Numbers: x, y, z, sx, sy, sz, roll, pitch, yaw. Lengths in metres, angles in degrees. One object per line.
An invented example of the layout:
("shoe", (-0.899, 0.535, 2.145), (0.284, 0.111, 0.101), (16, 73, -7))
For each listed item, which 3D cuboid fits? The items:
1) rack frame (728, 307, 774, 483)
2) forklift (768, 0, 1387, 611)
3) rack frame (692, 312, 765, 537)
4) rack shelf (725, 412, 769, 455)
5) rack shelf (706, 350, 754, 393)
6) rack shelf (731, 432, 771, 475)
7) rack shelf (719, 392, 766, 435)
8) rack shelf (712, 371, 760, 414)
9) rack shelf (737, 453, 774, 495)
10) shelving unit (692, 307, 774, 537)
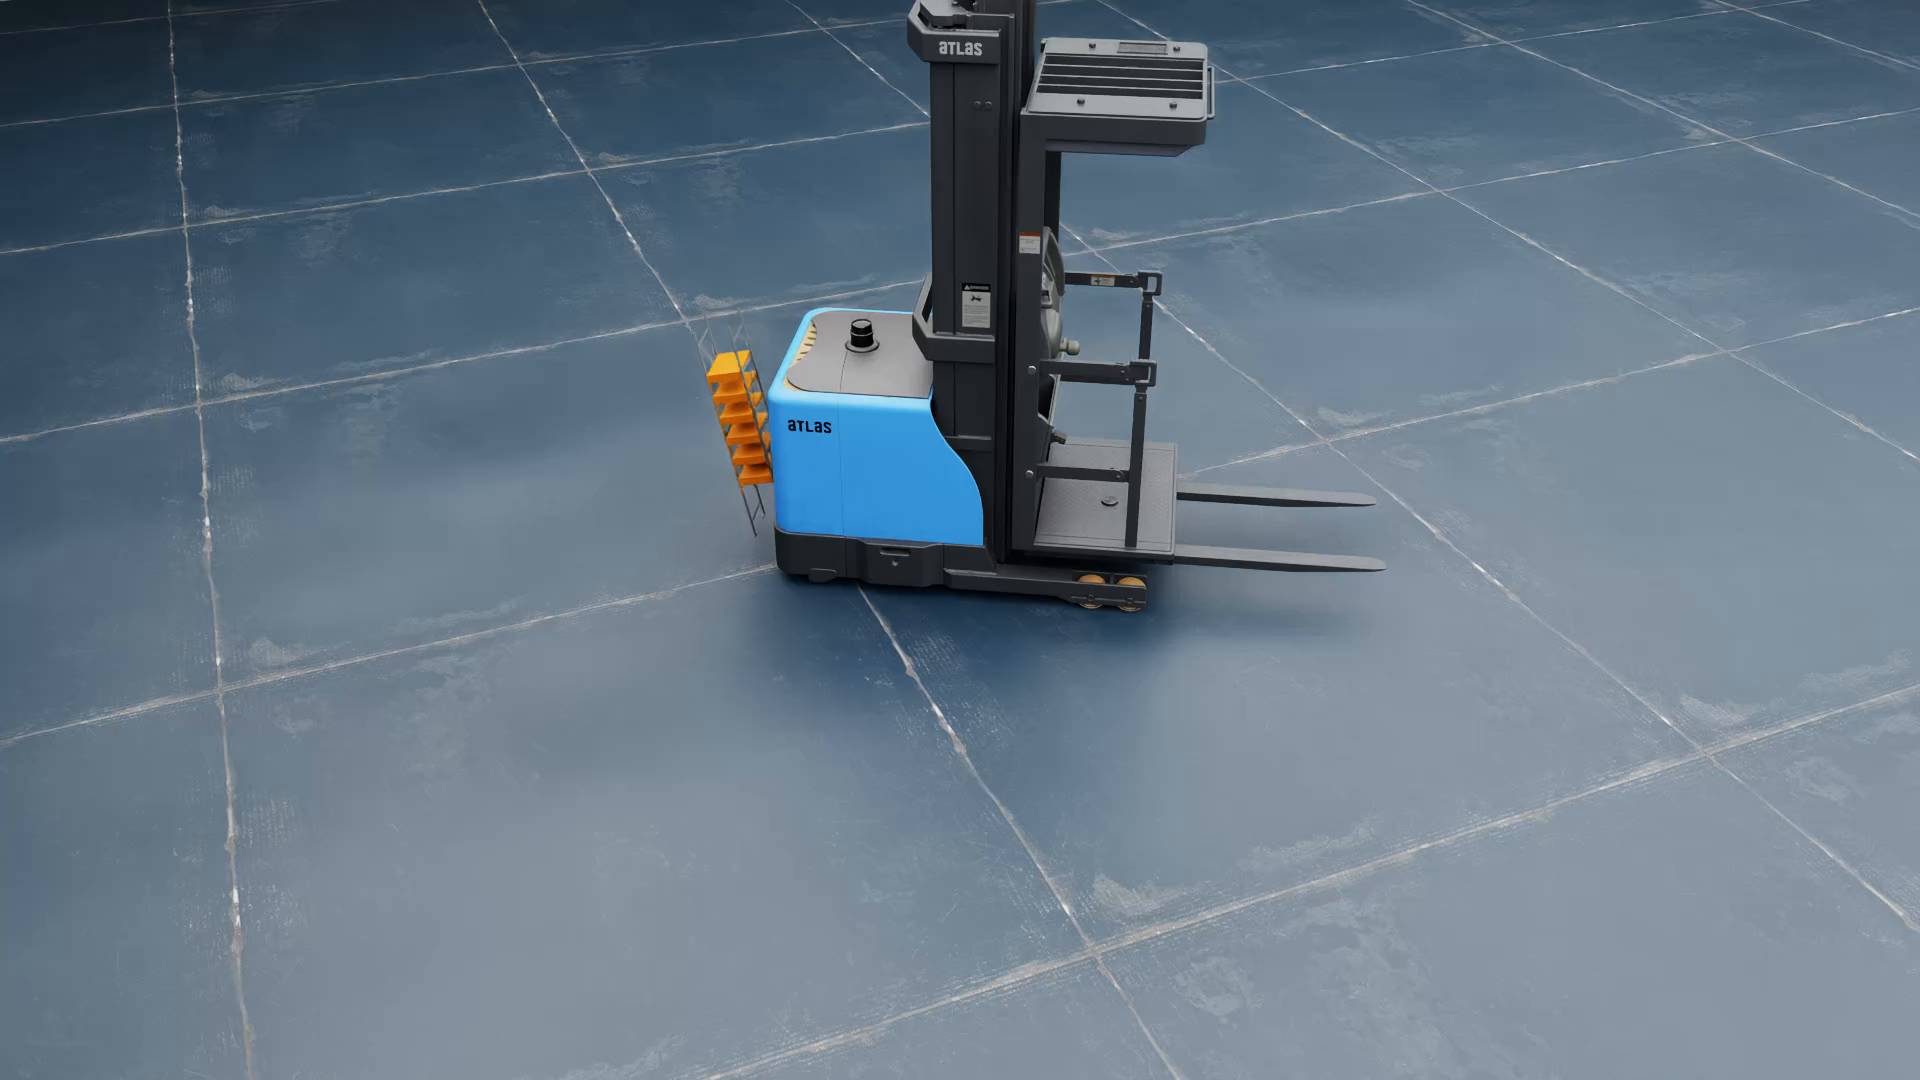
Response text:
("rack frame", (-1.004, -0.600, 8.527), (0.006, 1.200, 0.240), (-6, 32, 11))
("forklift", (0.625, -1.185, 7.884), (3.031, 2.935, 1.130), (4, 33, 6))
("rack frame", (-1.182, -0.581, 8.562), (0.006, 1.200, 0.240), (-6, 32, 11))
("rack shelf", (-1.084, -0.554, 8.567), (0.180, 0.103, 0.258), (-6, 32, 11))
("rack shelf", (-1.154, -0.854, 8.381), (0.180, 0.103, 0.258), (-6, 32, 11))
("rack shelf", (-1.061, -0.454, 8.629), (0.180, 0.103, 0.258), (-6, 32, 11))
("rack shelf", (-1.108, -0.654, 8.505), (0.180, 0.103, 0.258), (-6, 32, 11))
("rack shelf", (-1.131, -0.754, 8.443), (0.180, 0.103, 0.258), (-6, 32, 11))
("rack shelf", (-1.038, -0.354, 8.692), (0.180, 0.103, 0.258), (-6, 32, 11))
("shelving unit", (-1.093, -0.591, 8.544), (0.189, 1.200, 0.258), (-6, 32, 11))
